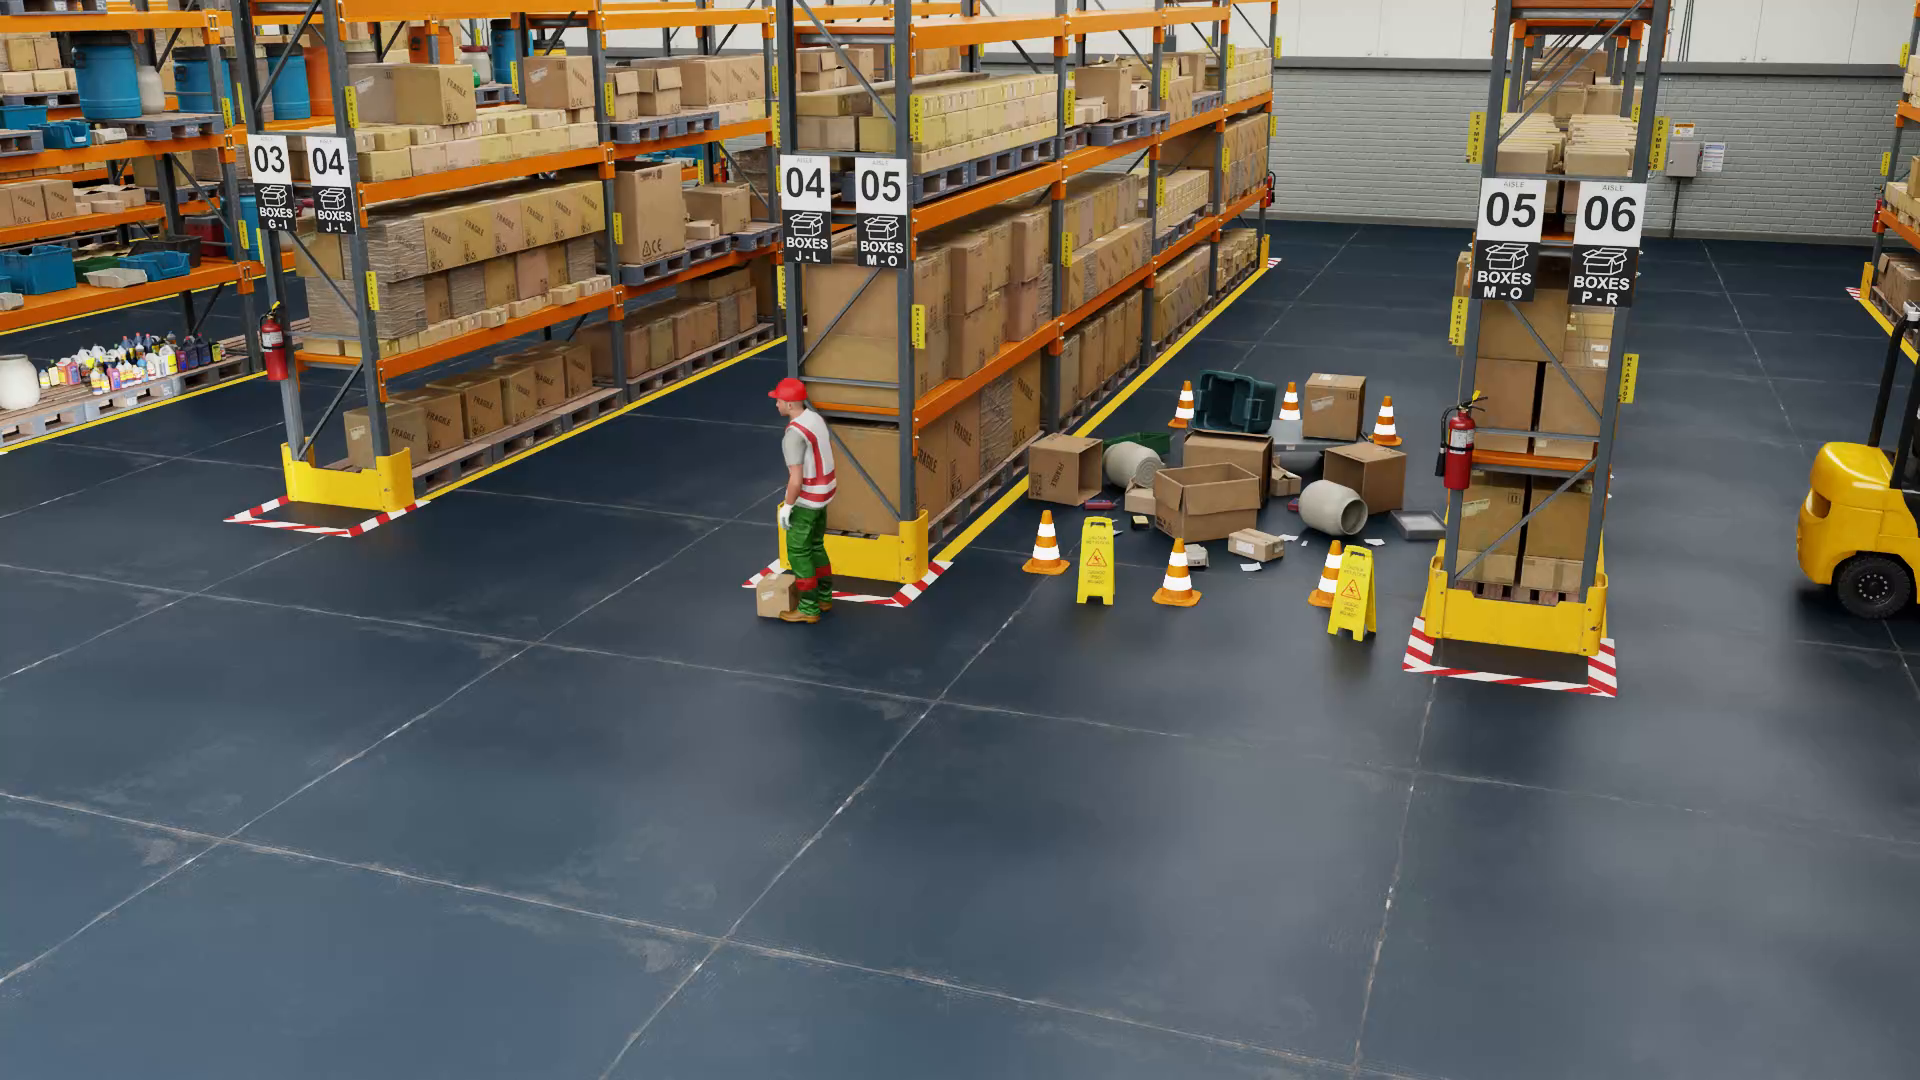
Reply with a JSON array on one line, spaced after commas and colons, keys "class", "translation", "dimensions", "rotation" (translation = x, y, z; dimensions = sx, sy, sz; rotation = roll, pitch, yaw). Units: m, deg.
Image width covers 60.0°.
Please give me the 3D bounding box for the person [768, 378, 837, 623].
[{"class": "person", "translation": [-1.122, -0.289, 11.900], "dimensions": [0.449, 1.780, 0.623], "rotation": [6, 19, 16]}]
